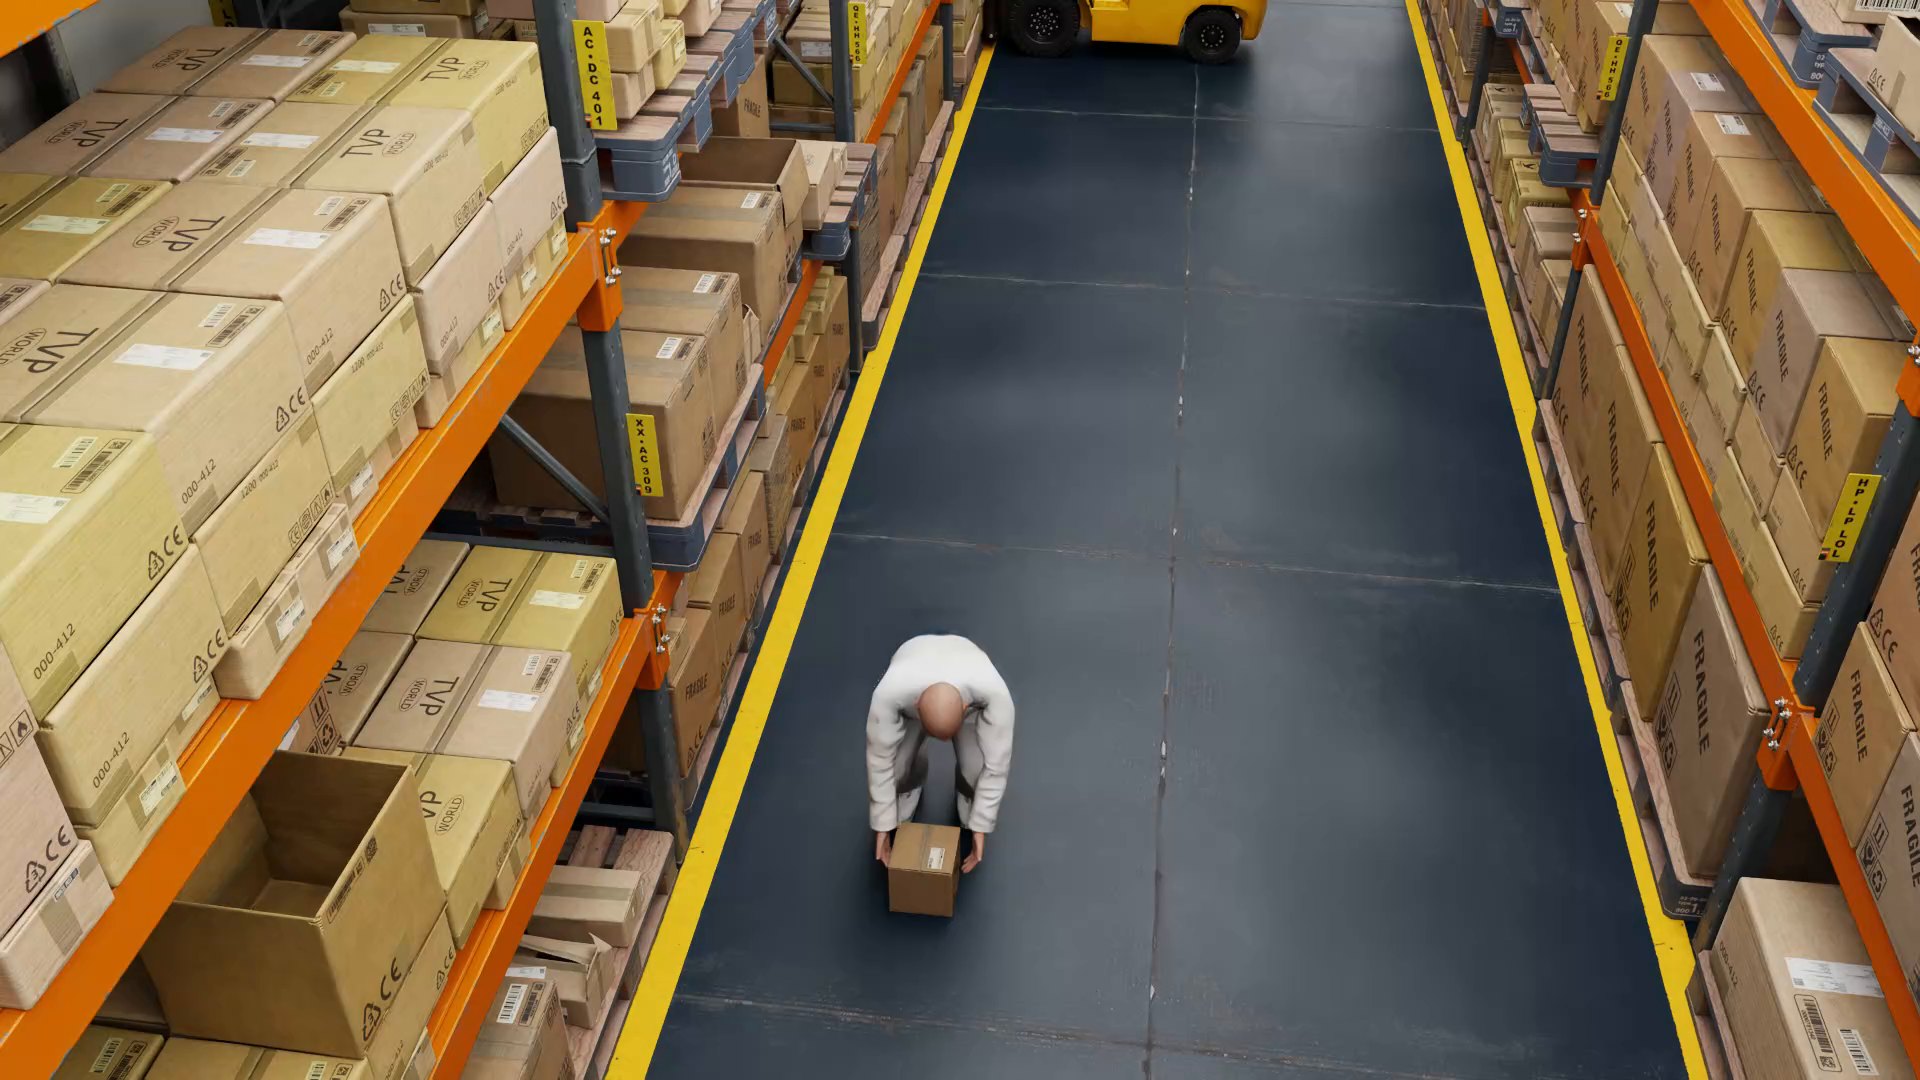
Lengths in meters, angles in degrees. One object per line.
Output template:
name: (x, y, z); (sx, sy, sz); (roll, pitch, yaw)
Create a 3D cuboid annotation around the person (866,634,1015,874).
person: (-0.078, 0.779, 6.653); (0.611, 0.981, 0.898); (4, 36, 6)
